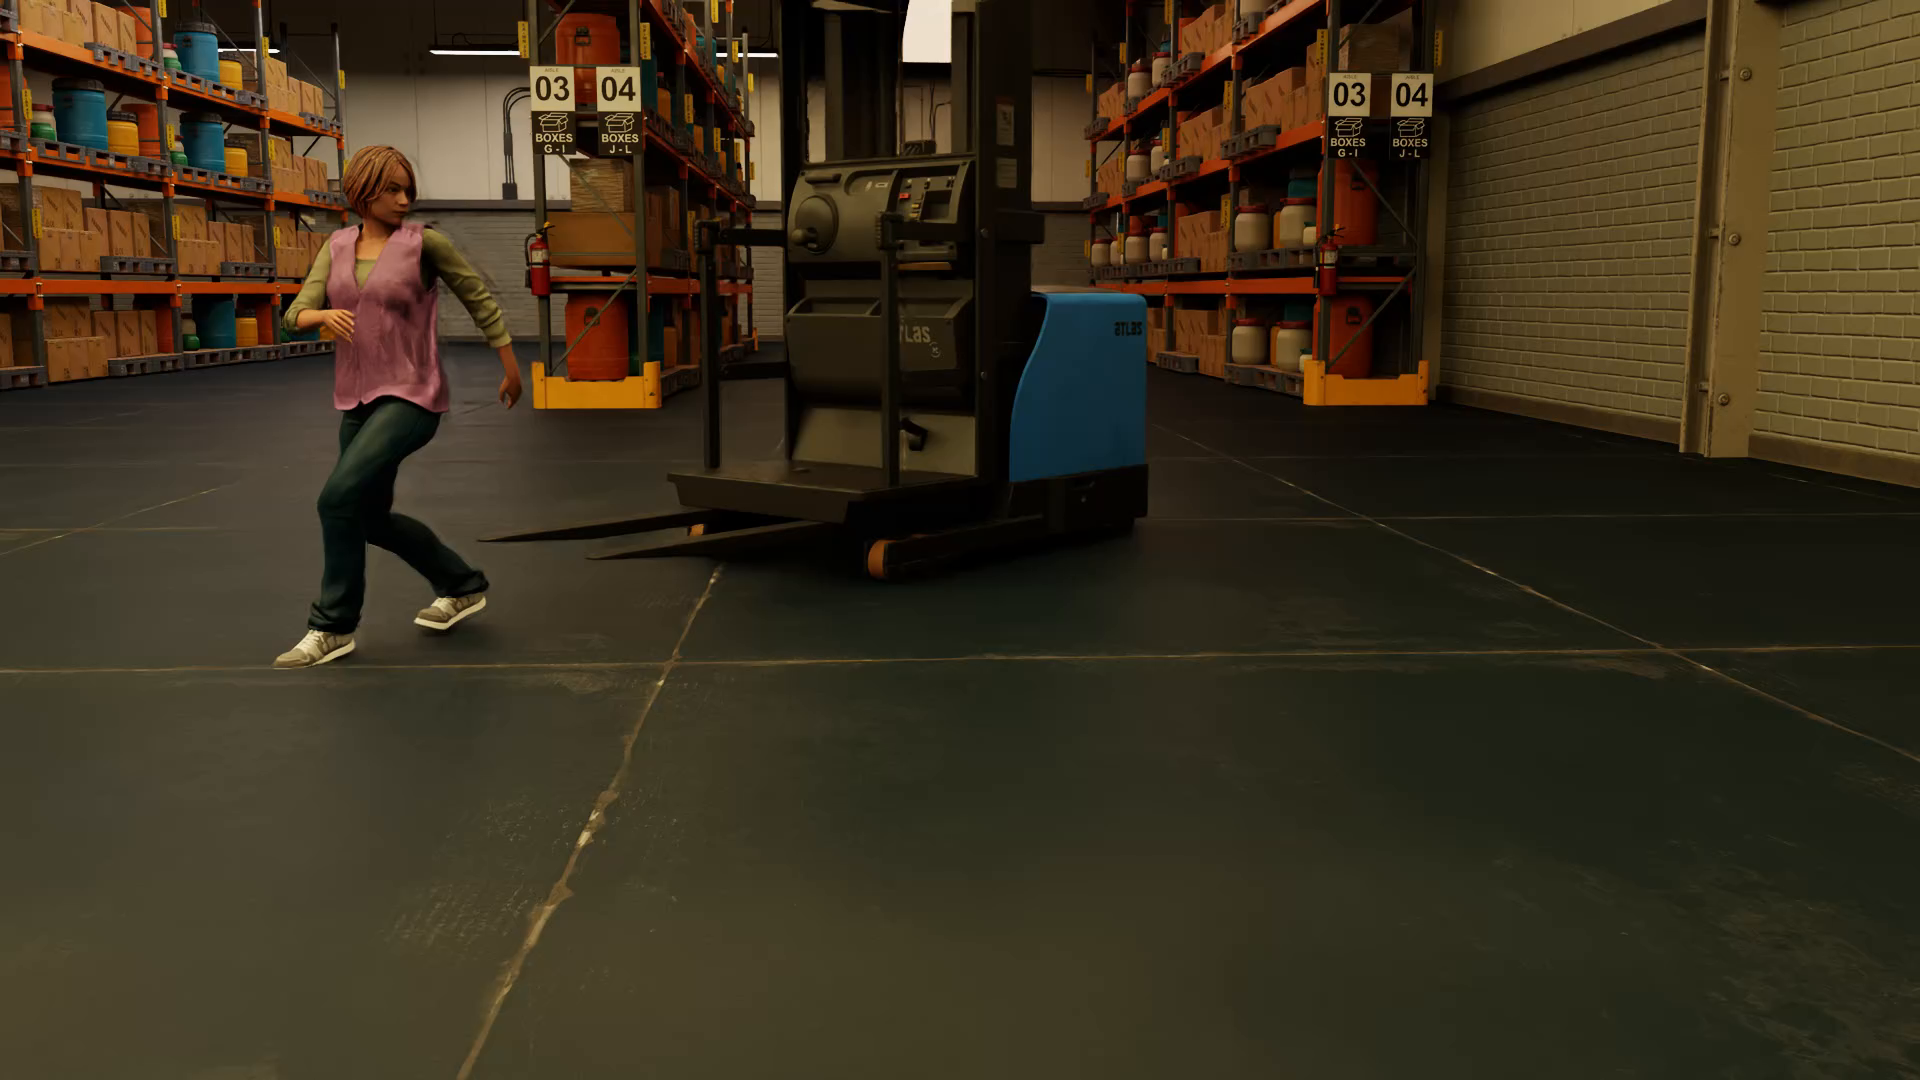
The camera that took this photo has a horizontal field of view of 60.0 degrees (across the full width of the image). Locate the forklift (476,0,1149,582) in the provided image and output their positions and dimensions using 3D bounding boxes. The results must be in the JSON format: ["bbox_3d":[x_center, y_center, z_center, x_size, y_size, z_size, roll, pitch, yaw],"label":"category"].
[{"bbox_3d":[-0.471,-1.372,6.573,1.130,2.935,3.031,7,11,39],"label":"forklift"}]

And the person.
[{"bbox_3d":[-1.732,-0.409,5.023,0.428,1.527,0.826,4,10,27],"label":"person"}]
